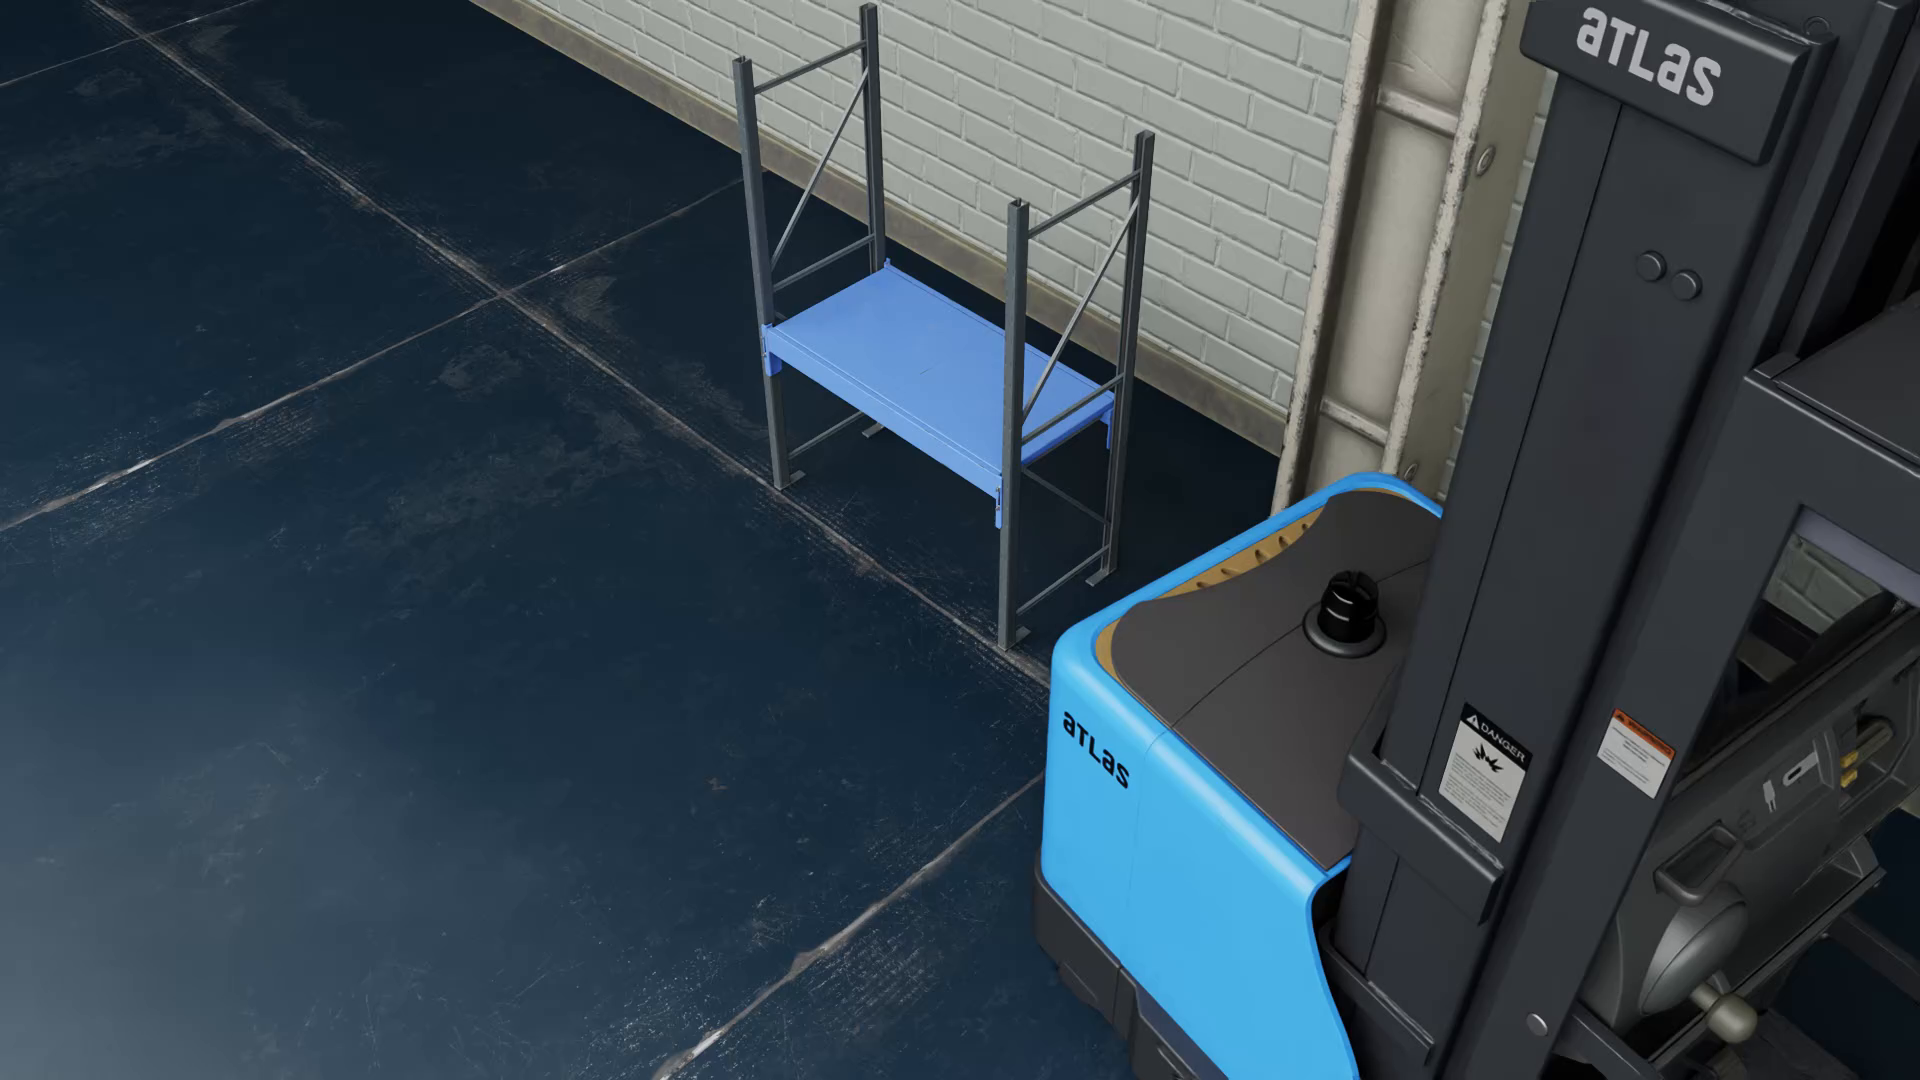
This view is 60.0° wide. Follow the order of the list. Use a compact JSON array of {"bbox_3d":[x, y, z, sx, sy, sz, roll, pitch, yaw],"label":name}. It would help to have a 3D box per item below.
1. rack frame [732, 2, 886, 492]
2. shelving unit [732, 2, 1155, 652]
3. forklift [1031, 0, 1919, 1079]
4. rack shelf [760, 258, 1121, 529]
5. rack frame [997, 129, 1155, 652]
[{"bbox_3d":[-0.419,-0.836,5.050,0.500,1.500,0.032,-34,53,-31],"label":"rack frame"},{"bbox_3d":[-0.060,-0.592,4.785,0.538,1.500,1.048,-34,53,-31],"label":"shelving unit"},{"bbox_3d":[1.452,0.528,2.519,1.130,2.935,3.031,-26,49,-26],"label":"forklift"},{"bbox_3d":[-0.060,-0.460,4.907,0.538,0.185,1.000,-34,53,-31],"label":"rack shelf"},{"bbox_3d":[0.299,-0.348,4.521,0.500,1.500,0.032,-34,53,-31],"label":"rack frame"}]
